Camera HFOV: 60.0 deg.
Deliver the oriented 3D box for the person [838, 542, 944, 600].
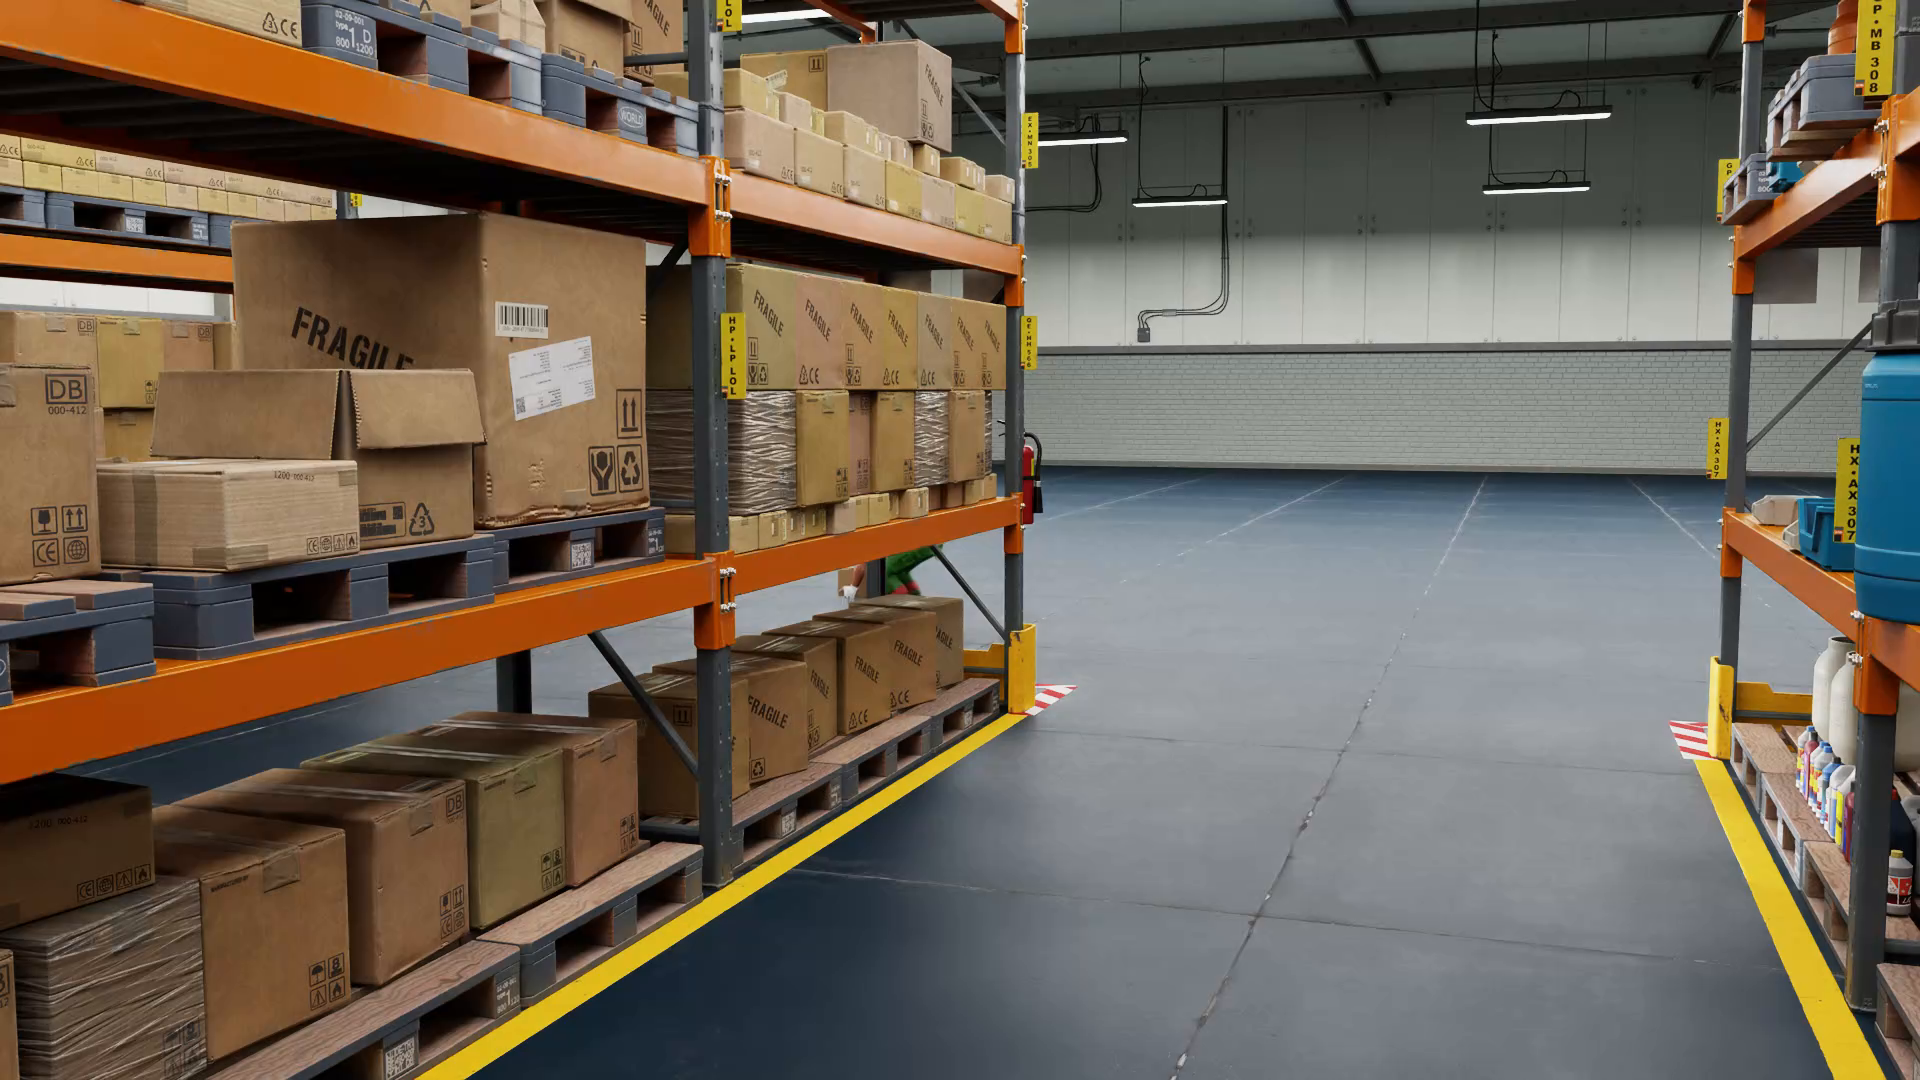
[{"bbox_3d":[-0.589,0.202,13.883,0.958,1.013,0.534,1,5,16],"label":"person"}]
